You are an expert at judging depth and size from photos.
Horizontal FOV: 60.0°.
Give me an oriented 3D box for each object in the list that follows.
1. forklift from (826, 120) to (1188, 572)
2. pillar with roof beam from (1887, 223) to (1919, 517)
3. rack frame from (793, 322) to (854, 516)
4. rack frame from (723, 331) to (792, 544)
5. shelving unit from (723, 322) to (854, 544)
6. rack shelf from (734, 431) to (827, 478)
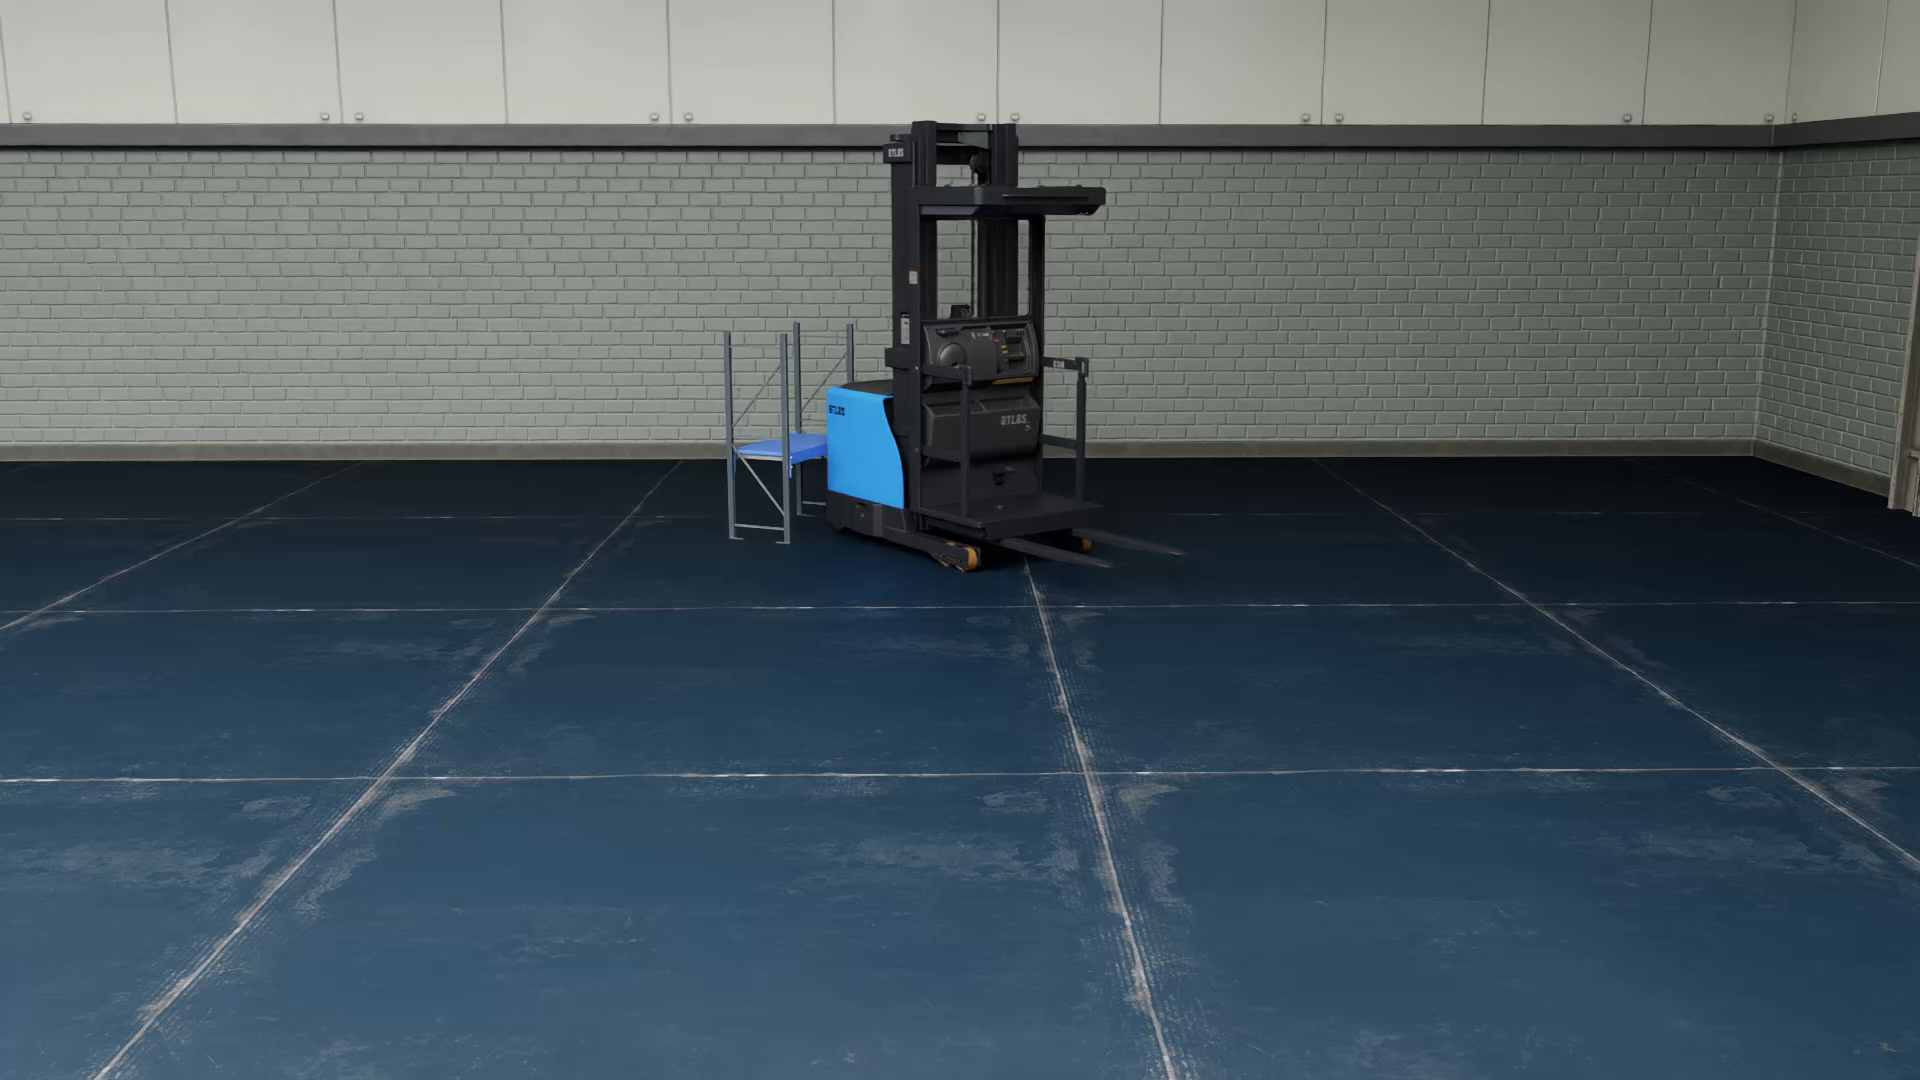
[{"bbox_3d":[0.278,-1.335,11.265,1.130,2.935,3.031,-8,14,-35],"label":"forklift"},{"bbox_3d":[3.294,-4.615,12.172,9.100,9.000,0.400,0,11,-1],"label":"pillar with roof beam"},{"bbox_3d":[-1.041,-0.912,12.785,0.500,1.500,0.032,5,12,23],"label":"rack frame"},{"bbox_3d":[-1.445,-0.727,11.870,0.500,1.500,0.032,5,12,23],"label":"rack frame"},{"bbox_3d":[-1.243,-0.820,12.327,0.538,1.500,1.048,5,12,23],"label":"shelving unit"},{"bbox_3d":[-1.243,-0.643,12.363,0.538,0.185,1.000,5,12,23],"label":"rack shelf"}]
